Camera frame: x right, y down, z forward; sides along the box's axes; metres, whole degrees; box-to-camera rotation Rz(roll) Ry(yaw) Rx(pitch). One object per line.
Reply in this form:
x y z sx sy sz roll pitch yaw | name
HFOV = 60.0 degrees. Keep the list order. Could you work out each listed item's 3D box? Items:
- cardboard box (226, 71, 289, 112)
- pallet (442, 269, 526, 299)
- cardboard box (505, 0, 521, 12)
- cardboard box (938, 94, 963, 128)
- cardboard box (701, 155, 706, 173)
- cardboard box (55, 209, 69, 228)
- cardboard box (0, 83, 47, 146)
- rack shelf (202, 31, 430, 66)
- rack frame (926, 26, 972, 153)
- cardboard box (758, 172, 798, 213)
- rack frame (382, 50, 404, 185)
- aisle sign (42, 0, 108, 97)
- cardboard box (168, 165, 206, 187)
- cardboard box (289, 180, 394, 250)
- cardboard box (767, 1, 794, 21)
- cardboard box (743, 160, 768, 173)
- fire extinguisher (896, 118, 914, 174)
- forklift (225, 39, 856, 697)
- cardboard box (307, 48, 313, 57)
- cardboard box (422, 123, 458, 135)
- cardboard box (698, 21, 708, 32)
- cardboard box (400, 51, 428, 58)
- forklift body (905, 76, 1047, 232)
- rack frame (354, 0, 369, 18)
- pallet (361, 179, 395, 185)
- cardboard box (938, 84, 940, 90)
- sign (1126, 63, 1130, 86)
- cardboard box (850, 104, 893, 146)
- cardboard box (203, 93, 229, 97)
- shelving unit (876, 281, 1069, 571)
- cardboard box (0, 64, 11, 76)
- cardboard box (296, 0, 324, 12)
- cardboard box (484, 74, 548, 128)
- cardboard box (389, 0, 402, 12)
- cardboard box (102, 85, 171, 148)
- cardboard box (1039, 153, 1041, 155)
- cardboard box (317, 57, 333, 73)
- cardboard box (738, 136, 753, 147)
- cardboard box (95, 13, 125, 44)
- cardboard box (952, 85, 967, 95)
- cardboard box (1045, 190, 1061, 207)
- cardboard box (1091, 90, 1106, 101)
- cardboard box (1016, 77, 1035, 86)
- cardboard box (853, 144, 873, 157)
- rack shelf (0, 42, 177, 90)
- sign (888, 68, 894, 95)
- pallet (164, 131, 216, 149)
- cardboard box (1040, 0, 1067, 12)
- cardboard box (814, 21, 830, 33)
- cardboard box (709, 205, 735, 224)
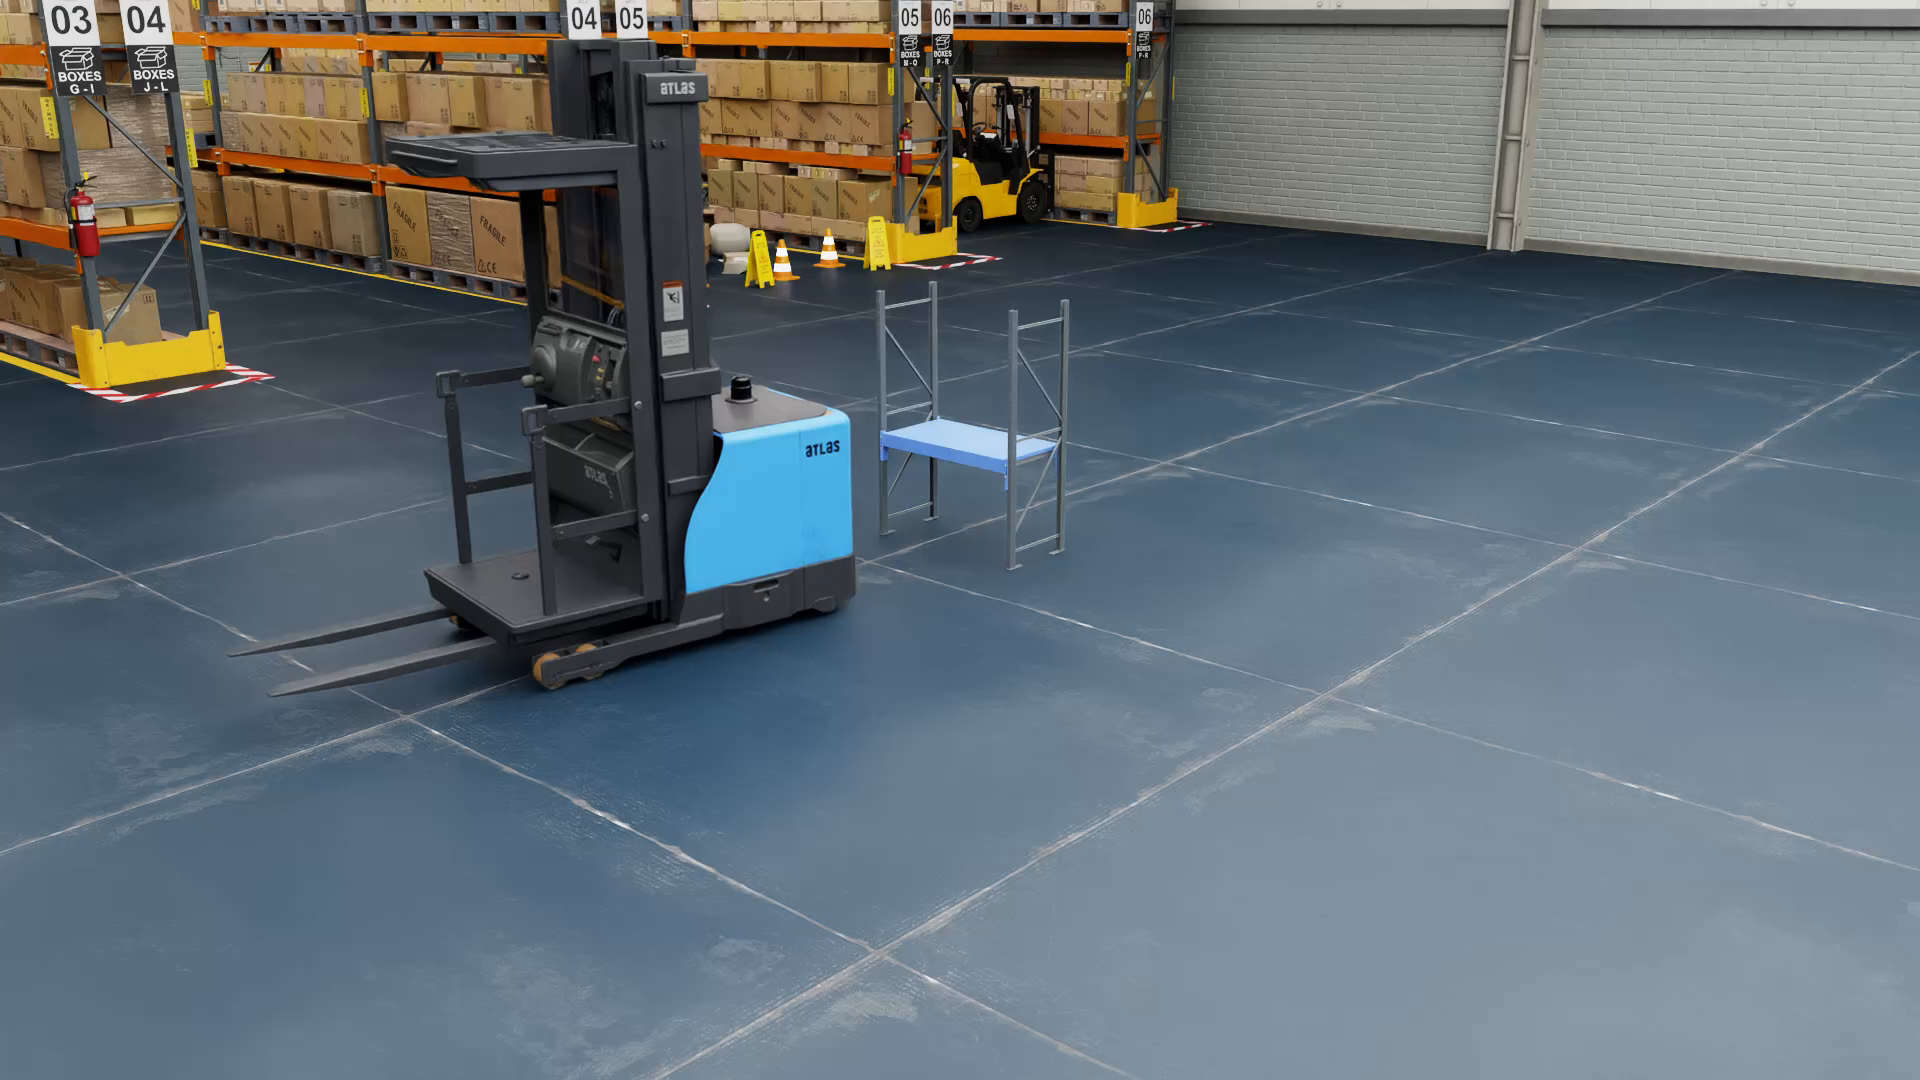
-9.337 -6.005 22.258 0.500 0.500 0.700 15 23 39 | cardboard box
-5.240 -3.026 19.298 1.213 0.211 1.003 15 23 39 | pallet
-4.536 -5.617 17.450 0.250 0.149 0.380 15 23 40 | cardboard box
-0.013 -6.934 26.836 0.500 0.500 0.500 14 22 38 | cardboard box
-4.784 -7.190 31.247 0.500 0.500 0.500 14 22 37 | cardboard box
-7.587 -2.807 14.412 0.250 0.149 0.380 15 23 39 | cardboard box
-8.376 -3.786 14.773 0.500 0.500 0.500 15 23 39 | cardboard box
-8.170 -6.259 21.105 4.000 0.370 1.077 15 23 39 | rack shelf
-0.172 -7.034 27.318 0.127 3.000 1.000 15 23 39 | rack frame
-2.407 -4.769 22.791 0.500 0.500 0.500 17 24 42 | cardboard box
-9.447 -7.517 28.839 0.127 3.000 1.000 15 23 39 | rack frame
-7.203 -4.024 13.536 0.004 0.787 0.394 15 23 39 | aisle sign
-11.106 -5.222 23.807 0.500 0.250 0.500 16 23 41 | cardboard box
-7.917 -4.197 21.403 0.750 0.750 1.050 15 23 39 | cardboard box
-2.180 -6.955 21.864 0.500 0.250 0.500 15 23 40 | cardboard box
-2.763 -5.146 22.907 0.250 0.149 0.380 16 24 41 | cardboard box
-0.692 -4.943 20.857 0.183 0.674 0.296 15 23 39 | fire extinguisher
-2.027 -0.870 8.008 3.031 2.935 1.130 -14 22 -36 | forklift
-11.556 -8.815 30.040 0.250 0.149 0.380 15 23 40 | cardboard box
-5.638 -4.530 19.180 0.550 0.550 0.875 15 23 39 | cardboard box
-3.393 -7.101 22.986 0.250 0.149 0.380 15 23 38 | cardboard box
-9.511 -8.473 28.959 0.250 0.149 0.380 15 23 38 | cardboard box
0.191 -5.795 24.815 1.214 2.155 2.313 15 23 39 | forklift body
-6.674 -7.630 19.277 0.127 3.000 1.000 15 23 39 | rack frame
-9.964 -6.358 29.797 1.213 0.211 1.003 15 23 39 | pallet
-0.292 -7.510 27.580 0.250 0.149 0.380 14 23 38 | cardboard box
2.449 -6.776 24.199 0.005 0.325 0.100 15 23 39 | sign
-1.061 -5.344 21.334 0.500 0.500 0.500 15 23 38 | cardboard box
-10.464 -6.231 23.525 0.250 0.149 0.380 14 22 37 | cardboard box
0.064 -0.698 9.831 1.048 1.500 0.538 15 23 39 | shelving unit
-15.108 -7.596 26.777 0.500 0.500 0.500 16 24 41 | cardboard box
-7.743 -6.575 20.299 0.500 0.250 0.500 15 23 39 | cardboard box
-4.735 -4.870 18.464 0.550 0.550 0.875 15 23 39 | cardboard box
-6.247 -6.076 18.896 0.250 0.149 0.380 15 23 39 | cardboard box
-7.281 -3.704 14.513 0.500 0.500 0.500 15 23 39 | cardboard box
1.125 -5.923 26.015 0.500 0.250 0.500 14 23 38 | cardboard box
-11.114 -8.380 29.739 0.500 0.500 0.500 15 23 39 | cardboard box
-2.837 -5.512 22.937 0.250 0.149 0.380 16 24 41 | cardboard box
-7.239 -4.379 14.240 0.500 0.250 0.500 16 24 41 | cardboard box
0.087 -7.216 26.653 0.250 0.149 0.380 16 23 41 | cardboard box
1.525 -5.348 25.856 0.500 0.250 0.500 15 23 40 | cardboard box
2.164 -6.639 24.835 0.250 0.149 0.380 16 23 40 | cardboard box
1.084 -7.115 25.843 0.250 0.149 0.380 15 23 39 | cardboard box
-1.157 -5.040 21.450 0.250 0.149 0.380 15 23 39 | cardboard box
-8.546 -4.354 15.102 4.000 0.370 1.077 15 23 39 | rack shelf
-0.855 -5.689 20.641 0.005 0.325 0.100 15 23 39 | sign
-10.269 -5.601 23.119 1.003 0.211 1.213 15 23 39 | pallet
1.627 -8.219 25.066 0.500 0.500 0.700 15 23 40 | cardboard box
-1.672 -6.635 21.515 0.250 0.149 0.380 15 23 39 | cardboard box
-3.202 -4.621 23.564 0.500 0.250 0.500 14 22 37 | cardboard box
